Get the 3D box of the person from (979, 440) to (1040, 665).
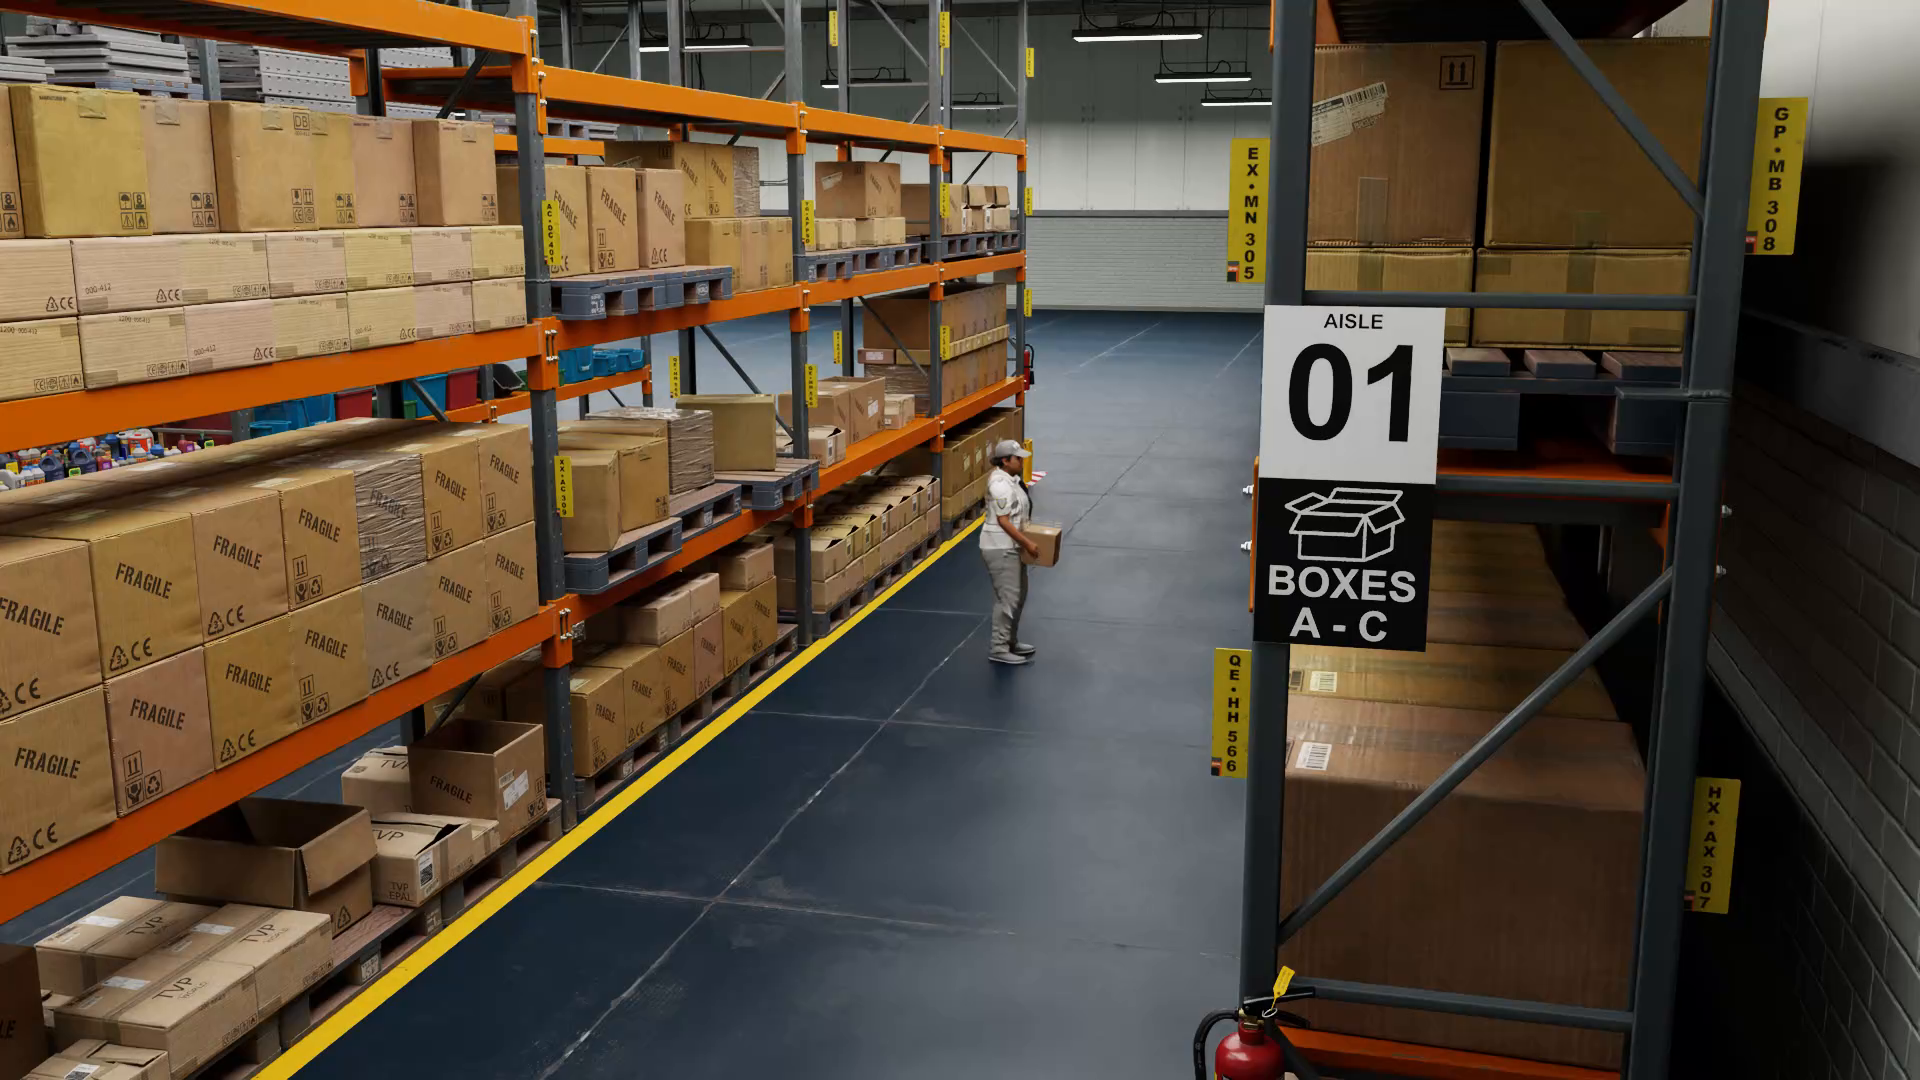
[{"bbox_3d":[0.399,0.074,12.560,0.490,1.671,0.493,3,12,13],"label":"person"}]
